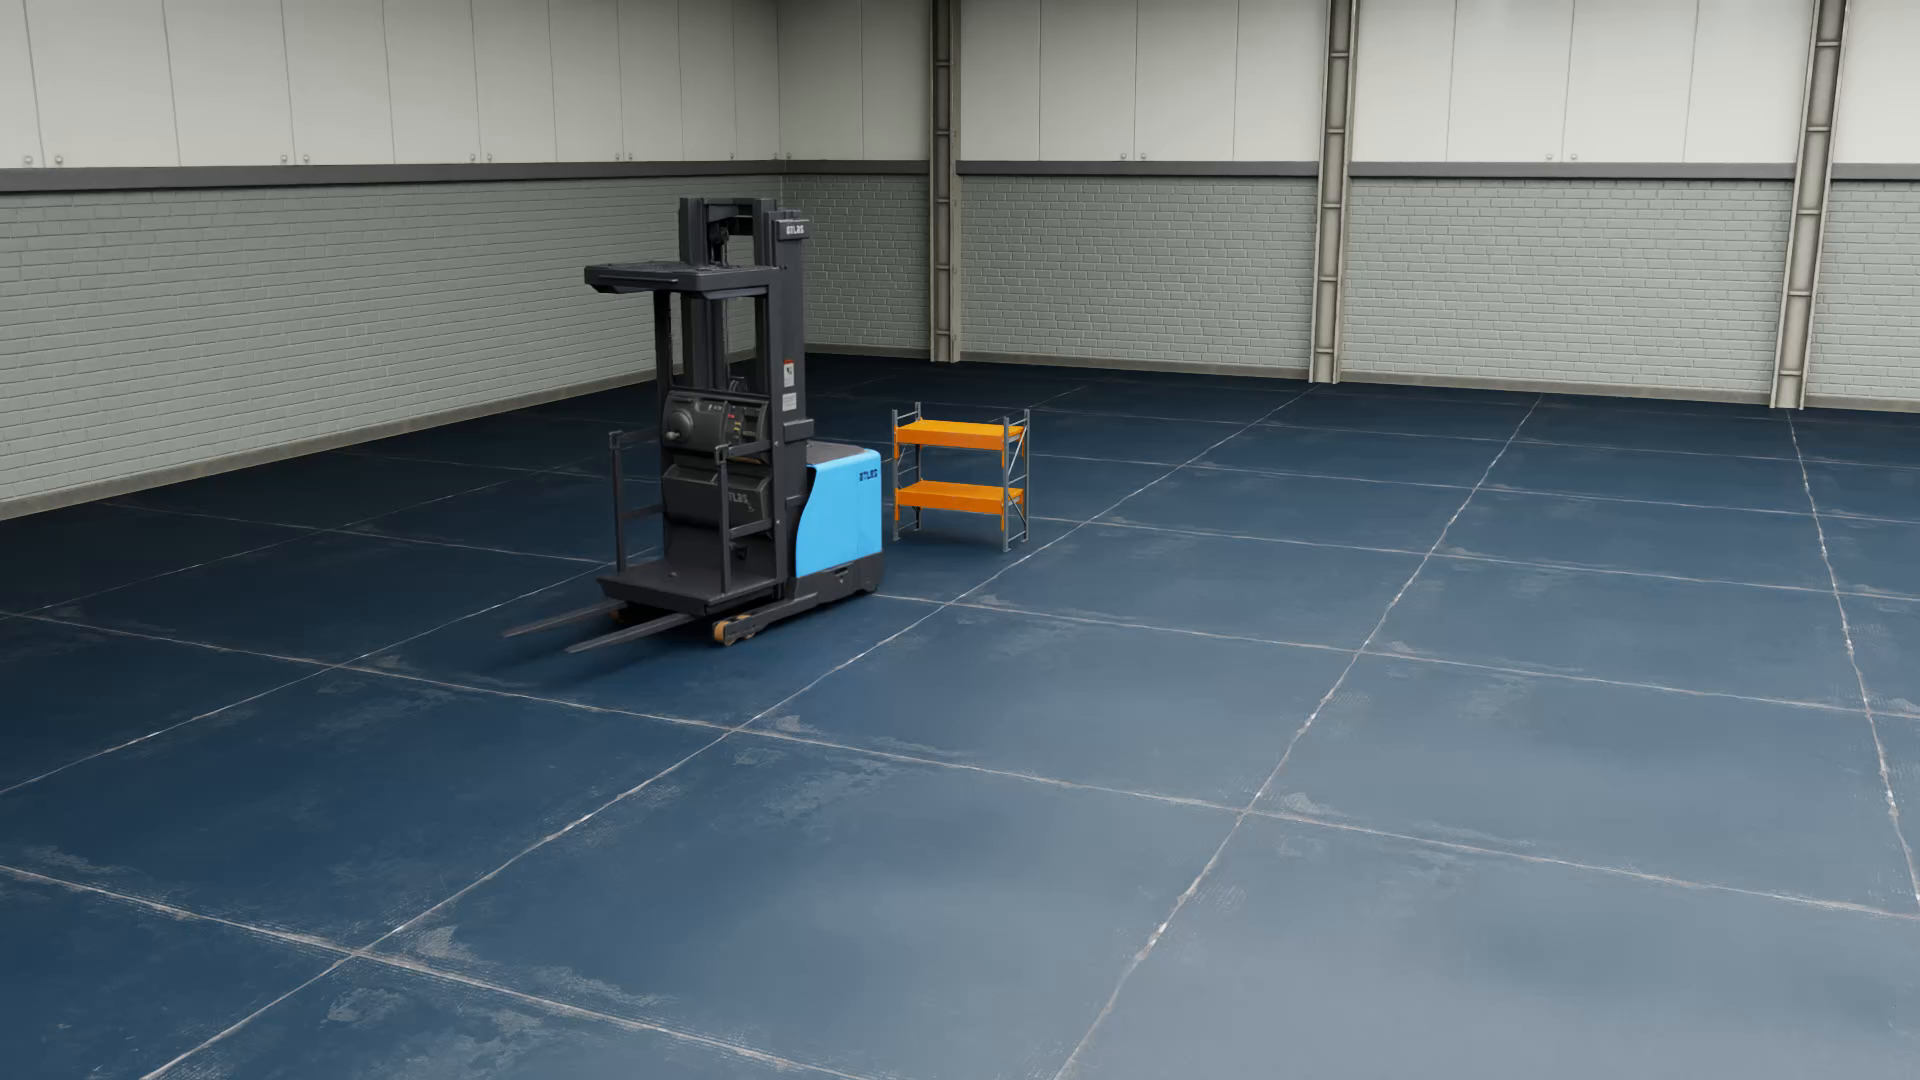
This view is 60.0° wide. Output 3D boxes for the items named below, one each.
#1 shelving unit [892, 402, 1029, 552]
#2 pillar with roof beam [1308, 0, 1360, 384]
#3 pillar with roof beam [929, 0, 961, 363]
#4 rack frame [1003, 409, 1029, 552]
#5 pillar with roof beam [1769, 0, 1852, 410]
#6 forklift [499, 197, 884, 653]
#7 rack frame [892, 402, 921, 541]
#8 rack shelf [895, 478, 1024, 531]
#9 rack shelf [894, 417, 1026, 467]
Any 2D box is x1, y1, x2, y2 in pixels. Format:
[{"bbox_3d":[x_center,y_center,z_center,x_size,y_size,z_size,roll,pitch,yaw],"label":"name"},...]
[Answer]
[{"bbox_3d":[0.006,-0.547,14.124,1.048,1.125,0.538,6,14,23],"label":"shelving unit"},{"bbox_3d":[3.514,-5.767,19.132,0.400,9.000,9.100,6,14,23],"label":"pillar with roof beam"},{"bbox_3d":[-1.971,-6.322,21.498,0.400,9.000,9.100,6,14,23],"label":"pillar with roof beam"},{"bbox_3d":[0.471,-0.500,13.923,0.032,1.125,0.500,6,14,23],"label":"rack frame"},{"bbox_3d":[9.000,-5.212,16.766,0.400,9.000,9.100,6,14,23],"label":"pillar with roof beam"},{"bbox_3d":[-1.829,-0.839,11.416,1.130,2.935,3.031,9,16,34],"label":"forklift"},{"bbox_3d":[-0.459,-0.594,14.324,0.032,1.125,0.500,6,14,23],"label":"rack frame"},{"bbox_3d":[0.006,-0.309,14.180,1.000,0.278,0.538,6,14,23],"label":"rack shelf"},{"bbox_3d":[0.006,-0.832,14.057,1.000,0.278,0.538,6,14,23],"label":"rack shelf"}]
